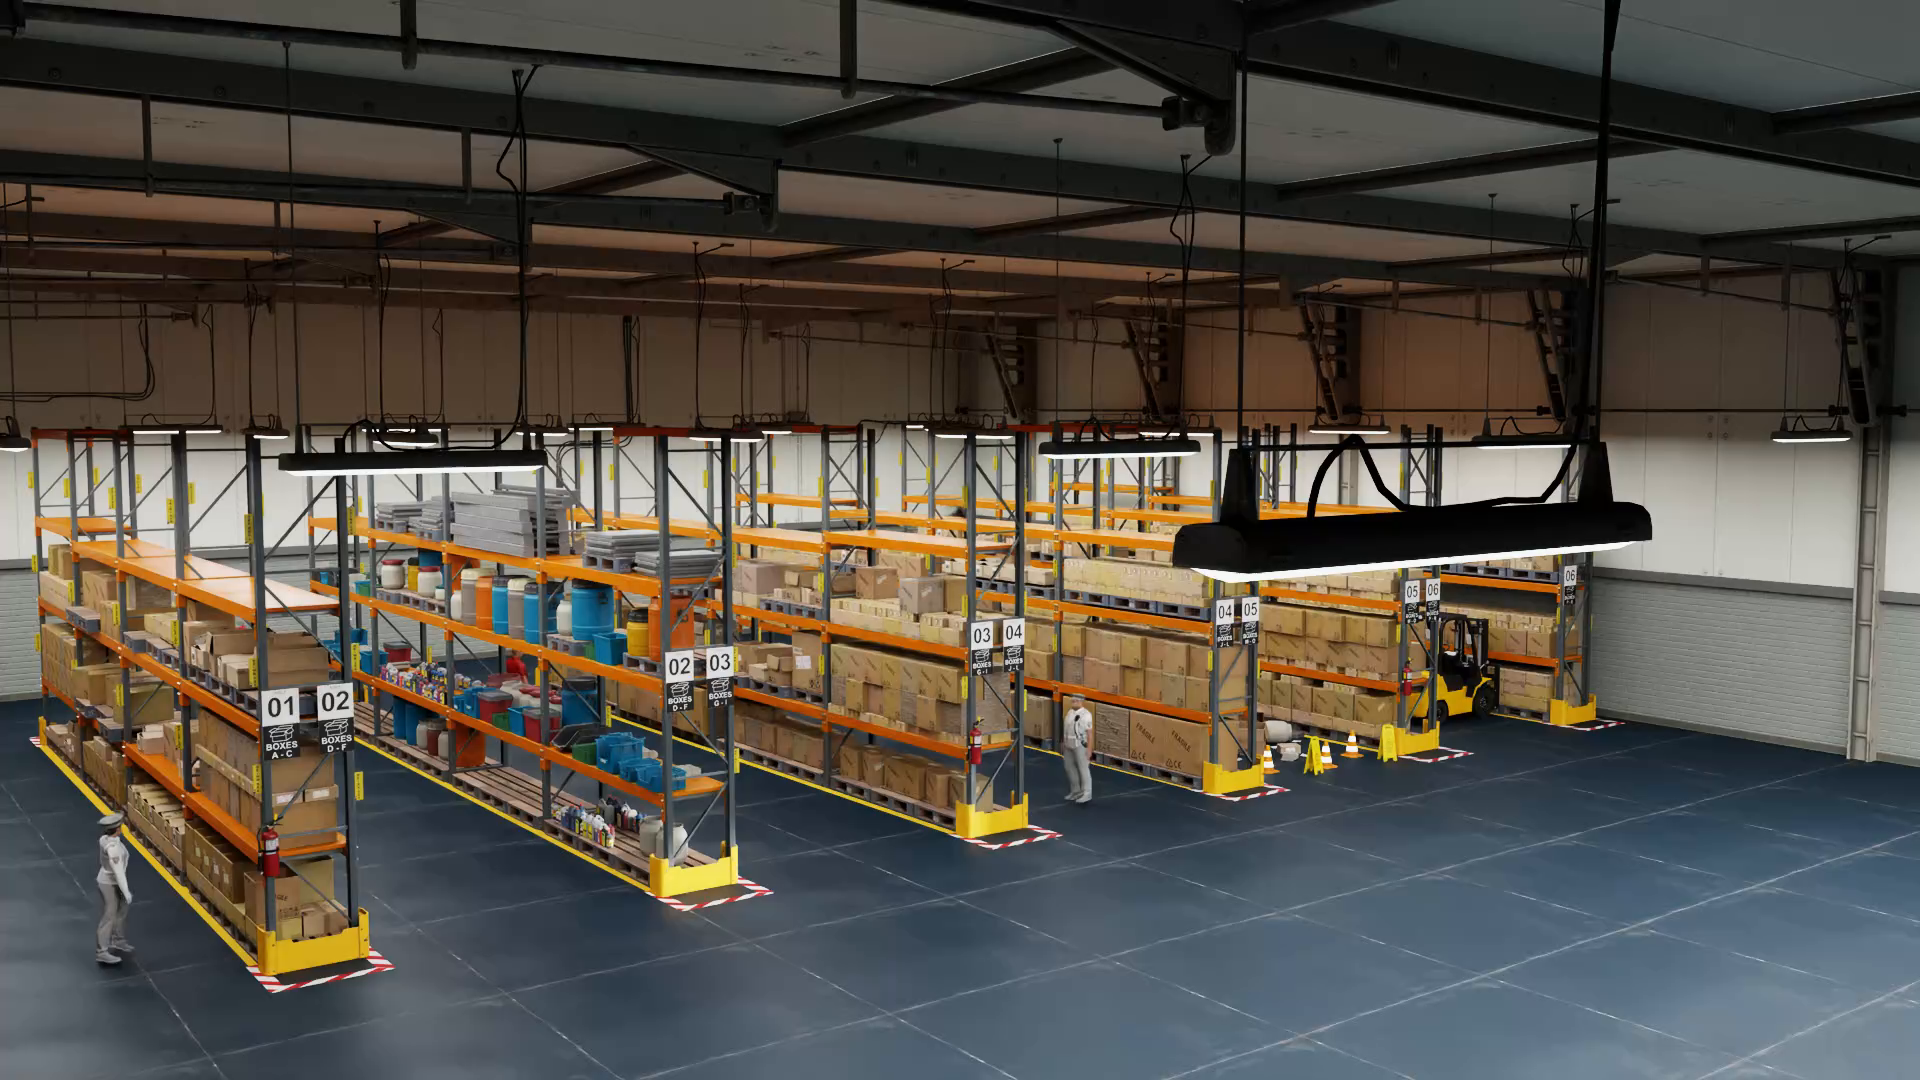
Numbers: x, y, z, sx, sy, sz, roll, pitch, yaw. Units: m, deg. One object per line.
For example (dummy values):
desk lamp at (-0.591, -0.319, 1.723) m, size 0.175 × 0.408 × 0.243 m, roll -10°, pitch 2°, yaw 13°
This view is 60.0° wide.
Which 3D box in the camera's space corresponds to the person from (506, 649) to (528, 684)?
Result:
person at (-8.617, 2.931, 32.309) m, size 0.547 × 1.735 × 0.412 m, roll 1°, pitch 5°, yaw 9°

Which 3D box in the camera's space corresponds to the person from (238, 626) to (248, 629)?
person at (-15.175, 2.658, 35.025) m, size 0.541 × 1.702 × 0.587 m, roll -4°, pitch 6°, yaw -38°

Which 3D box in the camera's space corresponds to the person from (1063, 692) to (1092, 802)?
person at (1.875, 3.353, 26.881) m, size 0.403 × 1.805 × 0.483 m, roll -4°, pitch 6°, yaw -41°

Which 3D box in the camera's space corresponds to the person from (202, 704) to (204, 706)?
person at (-13.236, 3.195, 29.573) m, size 0.659 × 1.629 × 0.562 m, roll 0°, pitch 4°, yaw -6°

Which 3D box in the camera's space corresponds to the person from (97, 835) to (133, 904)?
person at (-9.751, 3.775, 19.175) m, size 0.368 × 0.769 × 0.536 m, roll -2°, pitch 5°, yaw -26°
